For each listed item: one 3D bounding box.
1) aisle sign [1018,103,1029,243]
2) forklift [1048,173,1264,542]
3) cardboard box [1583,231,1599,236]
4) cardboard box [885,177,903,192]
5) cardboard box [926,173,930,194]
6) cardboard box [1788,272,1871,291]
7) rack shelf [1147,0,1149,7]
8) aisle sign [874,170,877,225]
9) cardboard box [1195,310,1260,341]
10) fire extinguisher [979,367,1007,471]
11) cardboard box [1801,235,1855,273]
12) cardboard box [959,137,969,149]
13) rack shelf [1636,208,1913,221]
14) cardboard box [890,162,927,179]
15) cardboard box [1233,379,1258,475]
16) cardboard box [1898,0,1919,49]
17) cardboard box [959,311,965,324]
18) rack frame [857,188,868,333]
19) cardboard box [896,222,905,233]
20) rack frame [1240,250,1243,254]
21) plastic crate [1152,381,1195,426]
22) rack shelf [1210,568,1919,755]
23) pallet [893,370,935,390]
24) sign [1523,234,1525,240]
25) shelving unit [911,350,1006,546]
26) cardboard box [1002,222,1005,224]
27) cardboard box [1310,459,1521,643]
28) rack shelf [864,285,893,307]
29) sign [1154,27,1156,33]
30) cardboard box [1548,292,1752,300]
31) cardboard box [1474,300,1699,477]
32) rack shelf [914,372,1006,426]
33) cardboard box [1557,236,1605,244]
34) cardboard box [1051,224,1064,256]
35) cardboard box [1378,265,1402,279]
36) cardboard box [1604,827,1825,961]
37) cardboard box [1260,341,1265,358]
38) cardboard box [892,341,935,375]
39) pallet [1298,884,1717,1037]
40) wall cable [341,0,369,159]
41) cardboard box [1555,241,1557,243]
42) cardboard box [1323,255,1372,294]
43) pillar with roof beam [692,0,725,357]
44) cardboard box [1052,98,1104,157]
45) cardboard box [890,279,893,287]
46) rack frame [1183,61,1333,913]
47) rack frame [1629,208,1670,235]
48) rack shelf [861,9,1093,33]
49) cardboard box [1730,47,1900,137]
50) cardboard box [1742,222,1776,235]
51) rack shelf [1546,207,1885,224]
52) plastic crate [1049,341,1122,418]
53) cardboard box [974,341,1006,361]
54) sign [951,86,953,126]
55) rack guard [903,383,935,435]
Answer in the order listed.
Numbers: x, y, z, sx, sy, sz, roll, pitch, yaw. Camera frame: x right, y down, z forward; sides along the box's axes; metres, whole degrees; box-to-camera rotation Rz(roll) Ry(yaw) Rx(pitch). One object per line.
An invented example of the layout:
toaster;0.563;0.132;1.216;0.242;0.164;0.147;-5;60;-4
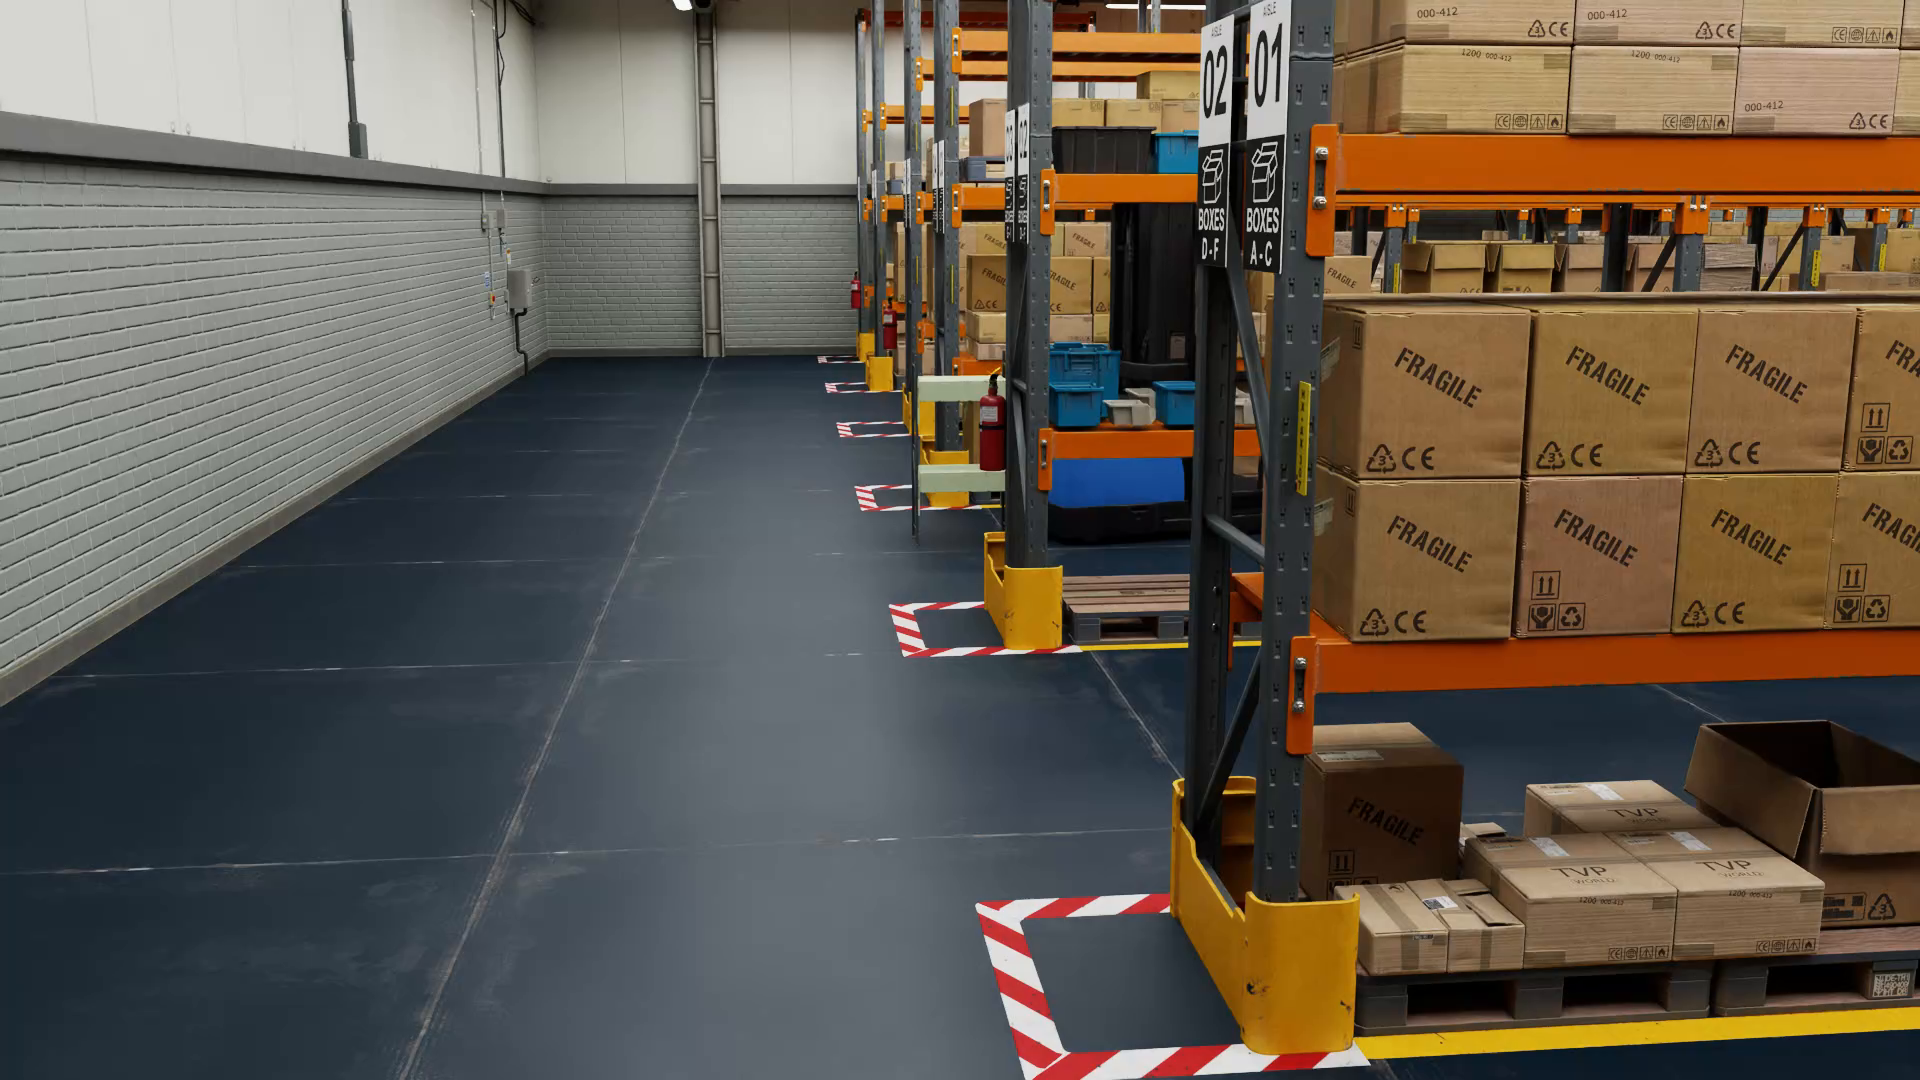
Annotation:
aisle sign;0.371;-2.143;9.756;0.004;0.787;0.394;-1;11;-6
forklift;2.049;-1.572;13.768;3.031;2.935;1.130;-4;12;-20
cardboard box;9.617;-4.676;25.578;0.250;0.149;0.380;-2;11;-8
cardboard box;-1.263;-6.230;29.121;0.500;0.250;0.500;-1;11;-7
cardboard box;-0.135;-4.288;20.016;0.500;0.250;0.500;-1;11;-7
cardboard box;8.362;-2.317;16.029;0.500;0.500;0.500;-3;11;-13
rack shelf;4.771;-8.123;24.608;4.000;0.370;1.077;-1;11;-6
aisle sign;-1.234;-4.995;24.261;0.004;0.787;0.394;-1;11;-6
cardboard box;2.420;-1.950;15.131;0.500;0.250;0.500;-1;11;-5
fire extinguisher;0.212;-0.789;10.775;0.183;0.674;0.296;-1;11;-6
cardboard box;10.878;-3.608;21.092;0.500;0.500;0.700;-1;11;-7
cardboard box;0.043;-4.634;19.445;0.250;0.149;0.380;-1;11;-4
rack shelf;12.724;-5.187;26.066;4.000;0.370;1.077;-1;11;-6
cardboard box;-0.756;-5.457;24.613;0.500;0.250;0.500;-2;11;-11
cardboard box;2.293;-1.106;15.637;0.875;0.875;0.875;-1;11;-6
cardboard box;2.973;-1.611;5.104;0.500;0.250;0.500;-1;11;-6
cardboard box;0.047;-2.663;19.791;0.250;0.149;0.380;-1;11;-4
rack frame;-1.734;-4.728;29.644;0.127;3.000;1.000;-1;11;-6
cardboard box;-0.811;-4.589;24.402;0.250;0.149;0.380;-1;11;-5
rack frame;3.418;-2.913;20.408;0.127;3.000;1.000;-1;11;-6
plastic crate;1.346;-0.829;10.089;0.300;0.233;0.416;-1;11;-6
rack shelf;2.930;0.335;5.753;4.000;0.370;1.077;-1;11;-6
pallet;-0.408;-2.440;25.233;1.213;0.211;1.003;-1;11;-6
sign;10.264;-5.404;30.283;0.005;0.325;0.100;-1;11;-6
shelving unit;0.007;-0.736;13.224;0.755;1.500;0.431;-1;11;-6
cardboard box;0.735;-4.613;24.525;0.250;0.149;0.380;-1;11;-7
cardboard box;1.412;0.016;5.252;0.500;0.500;0.500;-1;11;-5
rack shelf;0.254;-4.417;29.925;4.000;0.370;1.077;-1;11;-6
sign;2.818;-7.233;23.998;0.005;0.325;0.100;-1;11;-6
cardboard box;2.372;-0.600;5.795;0.500;0.500;0.500;-1;11;-5
cardboard box;1.931;-0.487;5.218;0.500;0.500;0.500;-1;11;-5
rack shelf;0.007;-1.119;13.149;0.720;0.370;0.431;-1;11;-6
cardboard box;7.842;-3.543;20.764;0.500;0.500;0.700;-1;11;-6
cardboard box;0.936;-3.492;19.732;0.500;0.500;0.500;-1;11;-7
cardboard box;5.144;-3.235;20.066;0.250;0.149;0.380;-1;11;-4
cardboard box;2.508;1.179;5.581;0.500;0.250;0.500;-1;11;-6
cardboard box;2.818;-1.751;15.150;0.250;0.149;0.380;-1;11;-5
cardboard box;-0.549;-2.758;25.177;0.875;0.438;0.875;-2;11;-8
pallet;1.810;1.374;5.834;1.213;0.211;1.003;-1;11;-6
wall cable;-6.118;-6.942;17.010;0.120;5.999;2.277;-1;11;-6
cardboard box;9.295;-4.354;25.620;0.500;0.500;0.500;-1;11;-4
cardboard box;3.425;-2.339;15.163;0.500;0.500;0.500;-1;11;-4
pillar with roof beam;-4.047;-6.963;25.460;0.548;9.000;9.100;-1;11;-6
cardboard box;0.960;-3.662;14.836;0.500;0.500;0.700;-2;11;-8
cardboard box;-1.130;-4.574;29.508;0.250;0.149;0.380;-1;11;-5
rack frame;0.942;0.024;5.472;0.127;3.000;1.000;-1;11;-6
rack frame;10.736;-4.027;26.074;0.127;3.000;1.000;-1;11;-6
rack shelf;0.254;-8.992;29.026;4.000;0.370;1.077;-1;11;-6
cardboard box;2.476;-1.355;5.098;0.500;0.250;0.500;-1;11;-6
cardboard box;12.209;-4.692;25.834;0.500;0.500;0.700;-1;11;-7
rack shelf;9.382;-4.157;20.824;4.000;0.370;1.077;-1;11;-6
plastic crate;0.724;-1.016;10.513;0.499;0.435;0.616;-1;11;-6
cardboard box;0.265;-1.697;14.876;0.250;0.149;0.380;-1;11;-5
sign;-0.070;-3.709;14.212;0.005;0.325;0.100;-1;11;-6
rack guard;-0.484;-1.605;20.234;0.348;0.500;1.175;-1;11;-6
